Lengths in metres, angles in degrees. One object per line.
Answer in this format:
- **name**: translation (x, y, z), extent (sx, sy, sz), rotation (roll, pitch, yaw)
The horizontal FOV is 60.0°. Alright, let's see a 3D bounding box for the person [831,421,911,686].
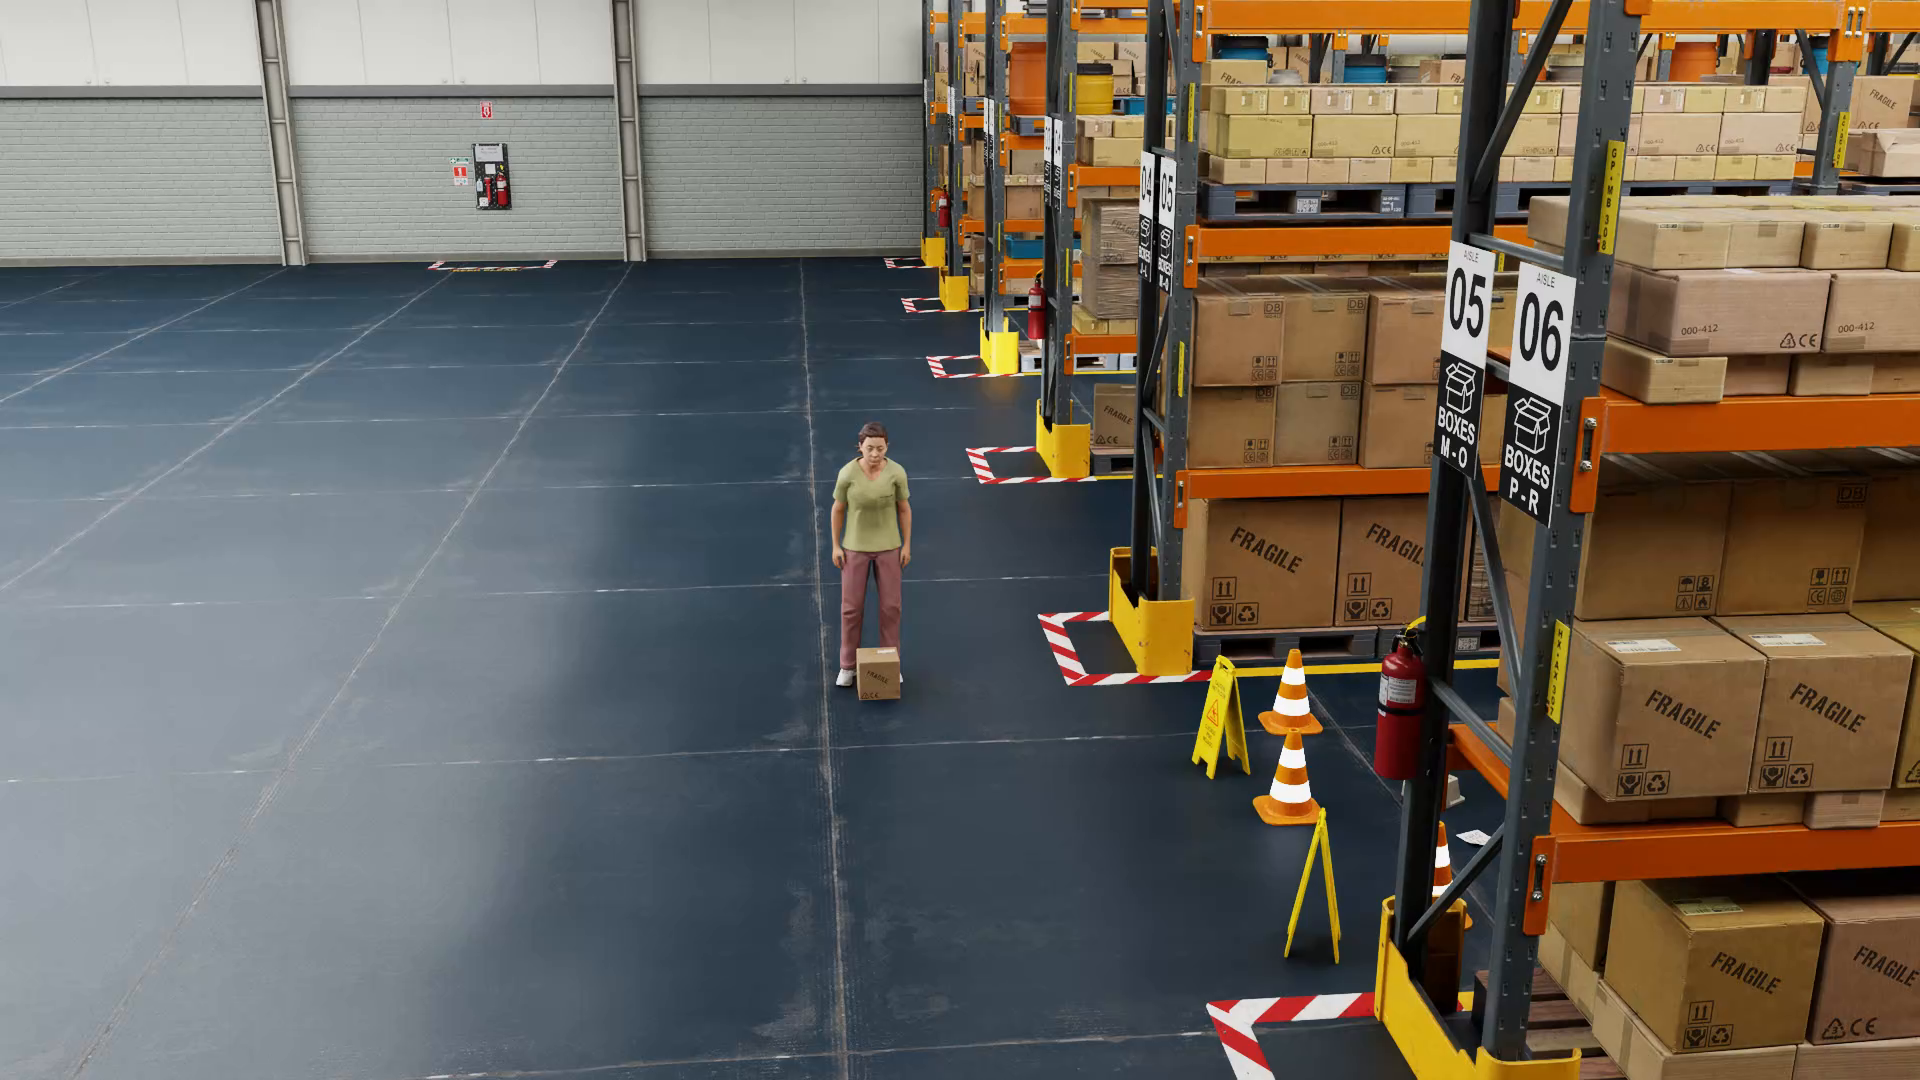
- **person**: translation (-0.544, 0.074, 10.318), extent (0.497, 1.672, 0.360), rotation (-2, 17, -6)
